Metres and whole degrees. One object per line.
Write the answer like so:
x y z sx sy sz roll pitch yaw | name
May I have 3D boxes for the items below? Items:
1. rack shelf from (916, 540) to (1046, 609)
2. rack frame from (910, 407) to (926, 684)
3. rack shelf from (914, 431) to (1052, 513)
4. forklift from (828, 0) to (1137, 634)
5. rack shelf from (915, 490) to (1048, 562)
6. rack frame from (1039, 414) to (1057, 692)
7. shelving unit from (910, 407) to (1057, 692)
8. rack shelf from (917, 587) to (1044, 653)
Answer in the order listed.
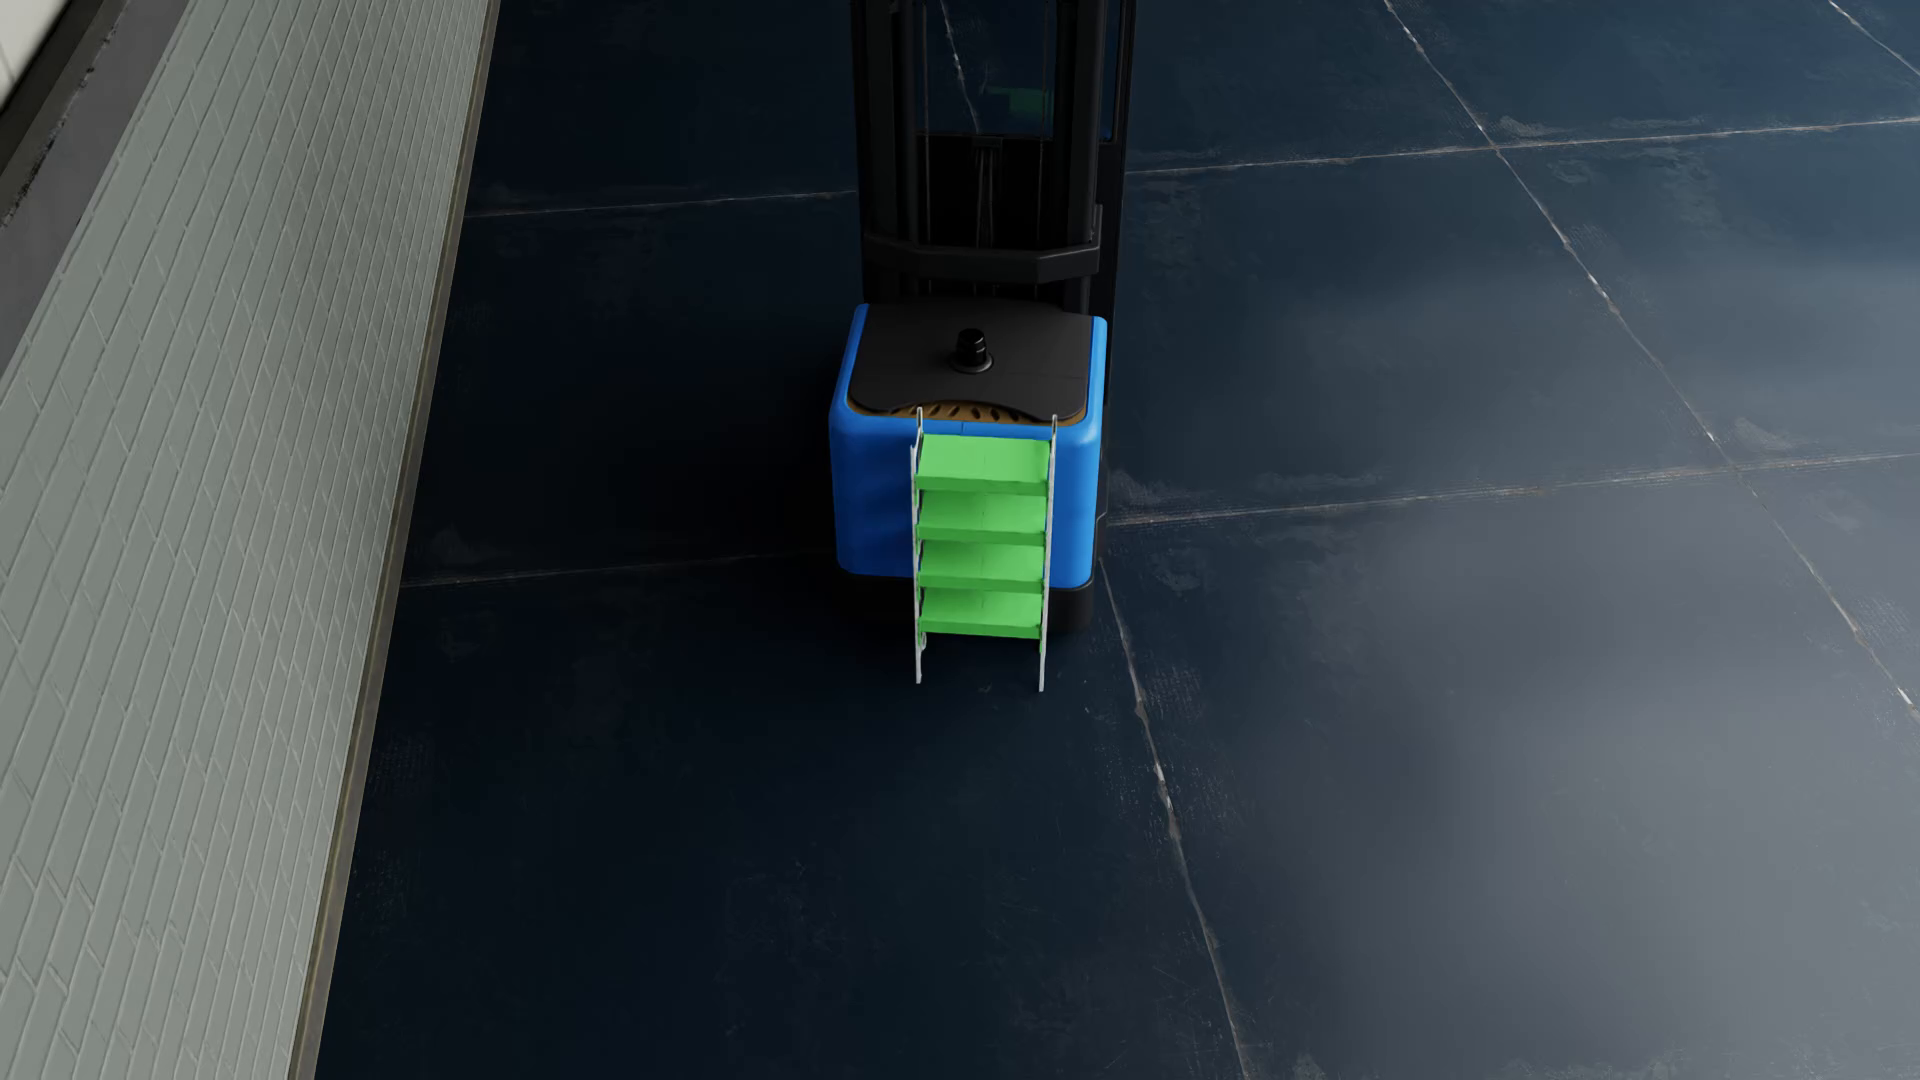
0.087 0.109 6.328 0.480 0.148 0.258 3 42 4 | rack shelf
-0.156 0.048 6.301 0.015 1.200 0.240 3 42 4 | rack frame
0.087 -0.247 6.007 0.480 0.148 0.258 3 42 4 | rack shelf
0.151 -1.693 6.939 1.130 2.935 3.031 4 42 4 | forklift
0.087 -0.069 6.168 0.480 0.148 0.258 3 42 4 | rack shelf
0.330 0.076 6.270 0.015 1.200 0.240 3 42 4 | rack frame
0.087 0.062 6.286 0.503 1.200 0.258 3 42 4 | shelving unit
0.087 0.288 6.489 0.480 0.148 0.258 3 42 4 | rack shelf
